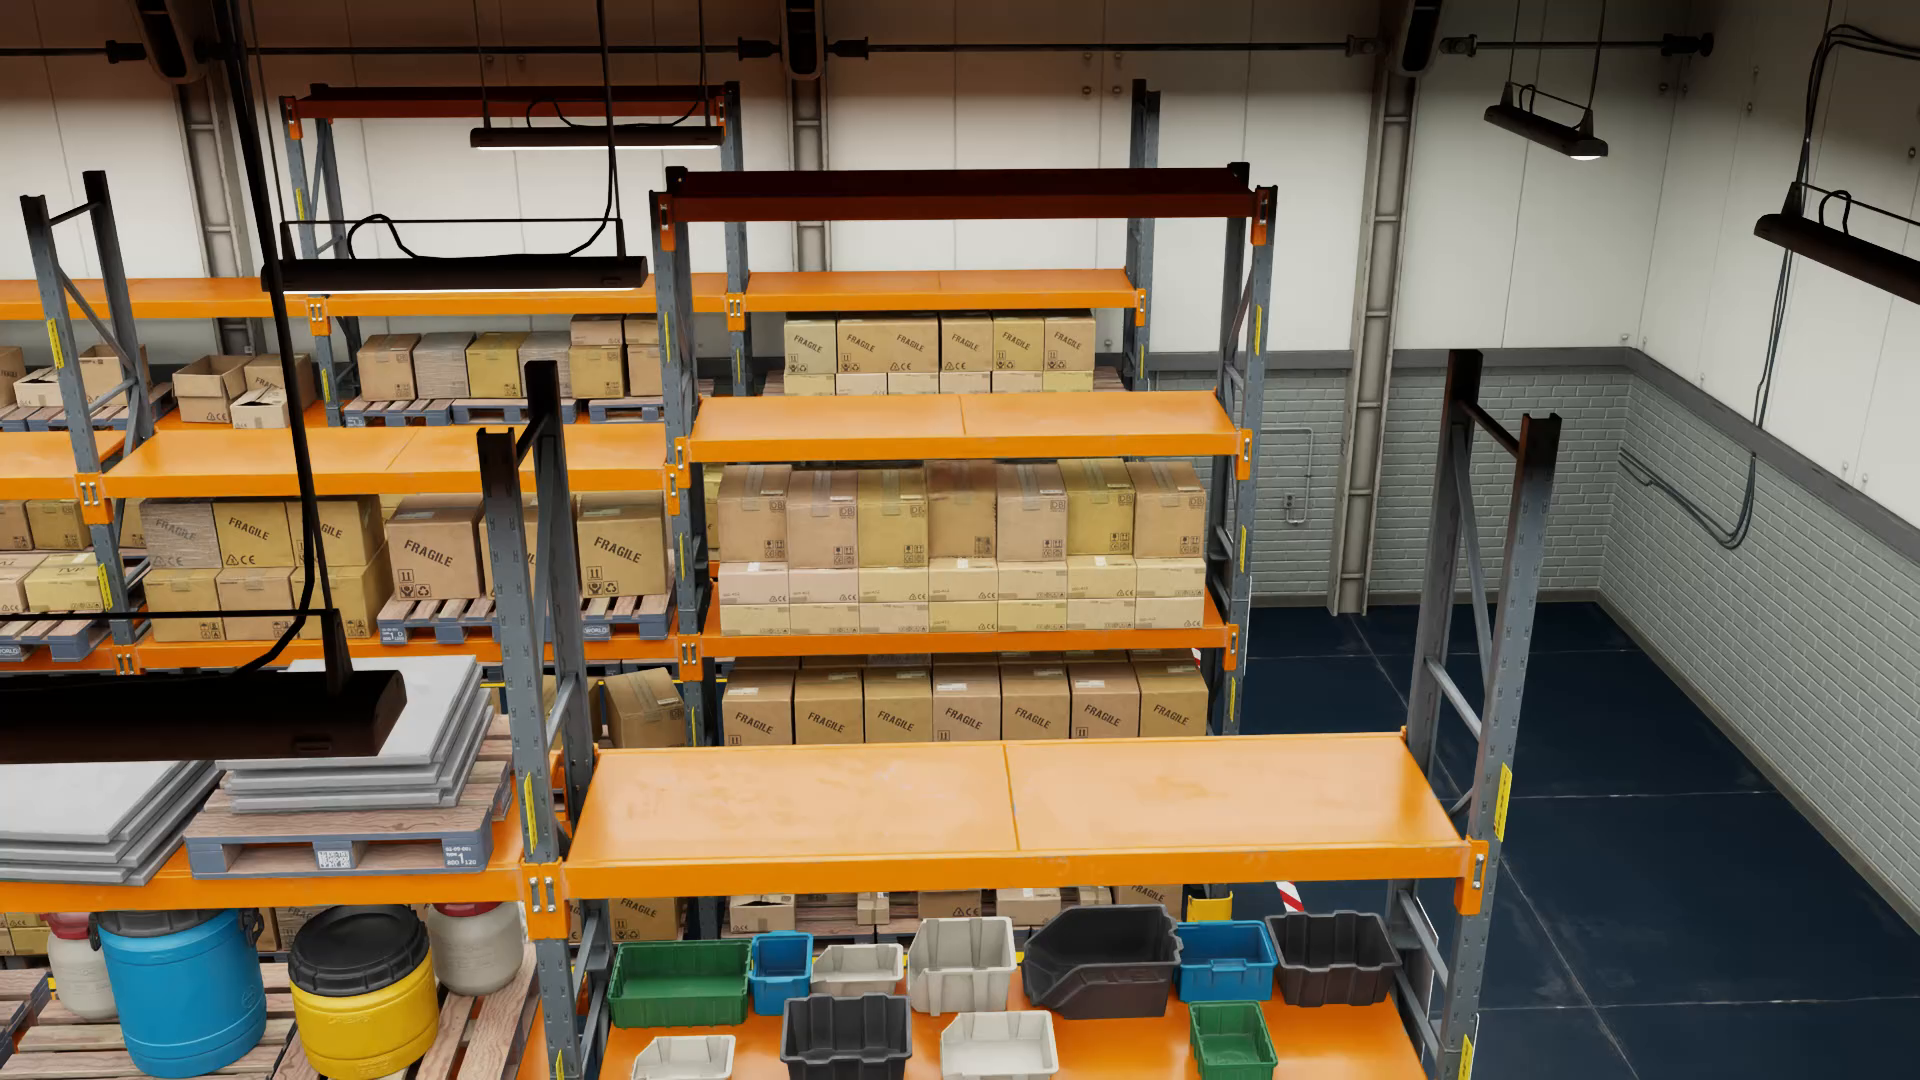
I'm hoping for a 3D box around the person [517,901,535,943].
[{"bbox_3d":[-3.042,2.964,11.589,0.480,1.680,0.479,7,23,17],"label":"person"}]
